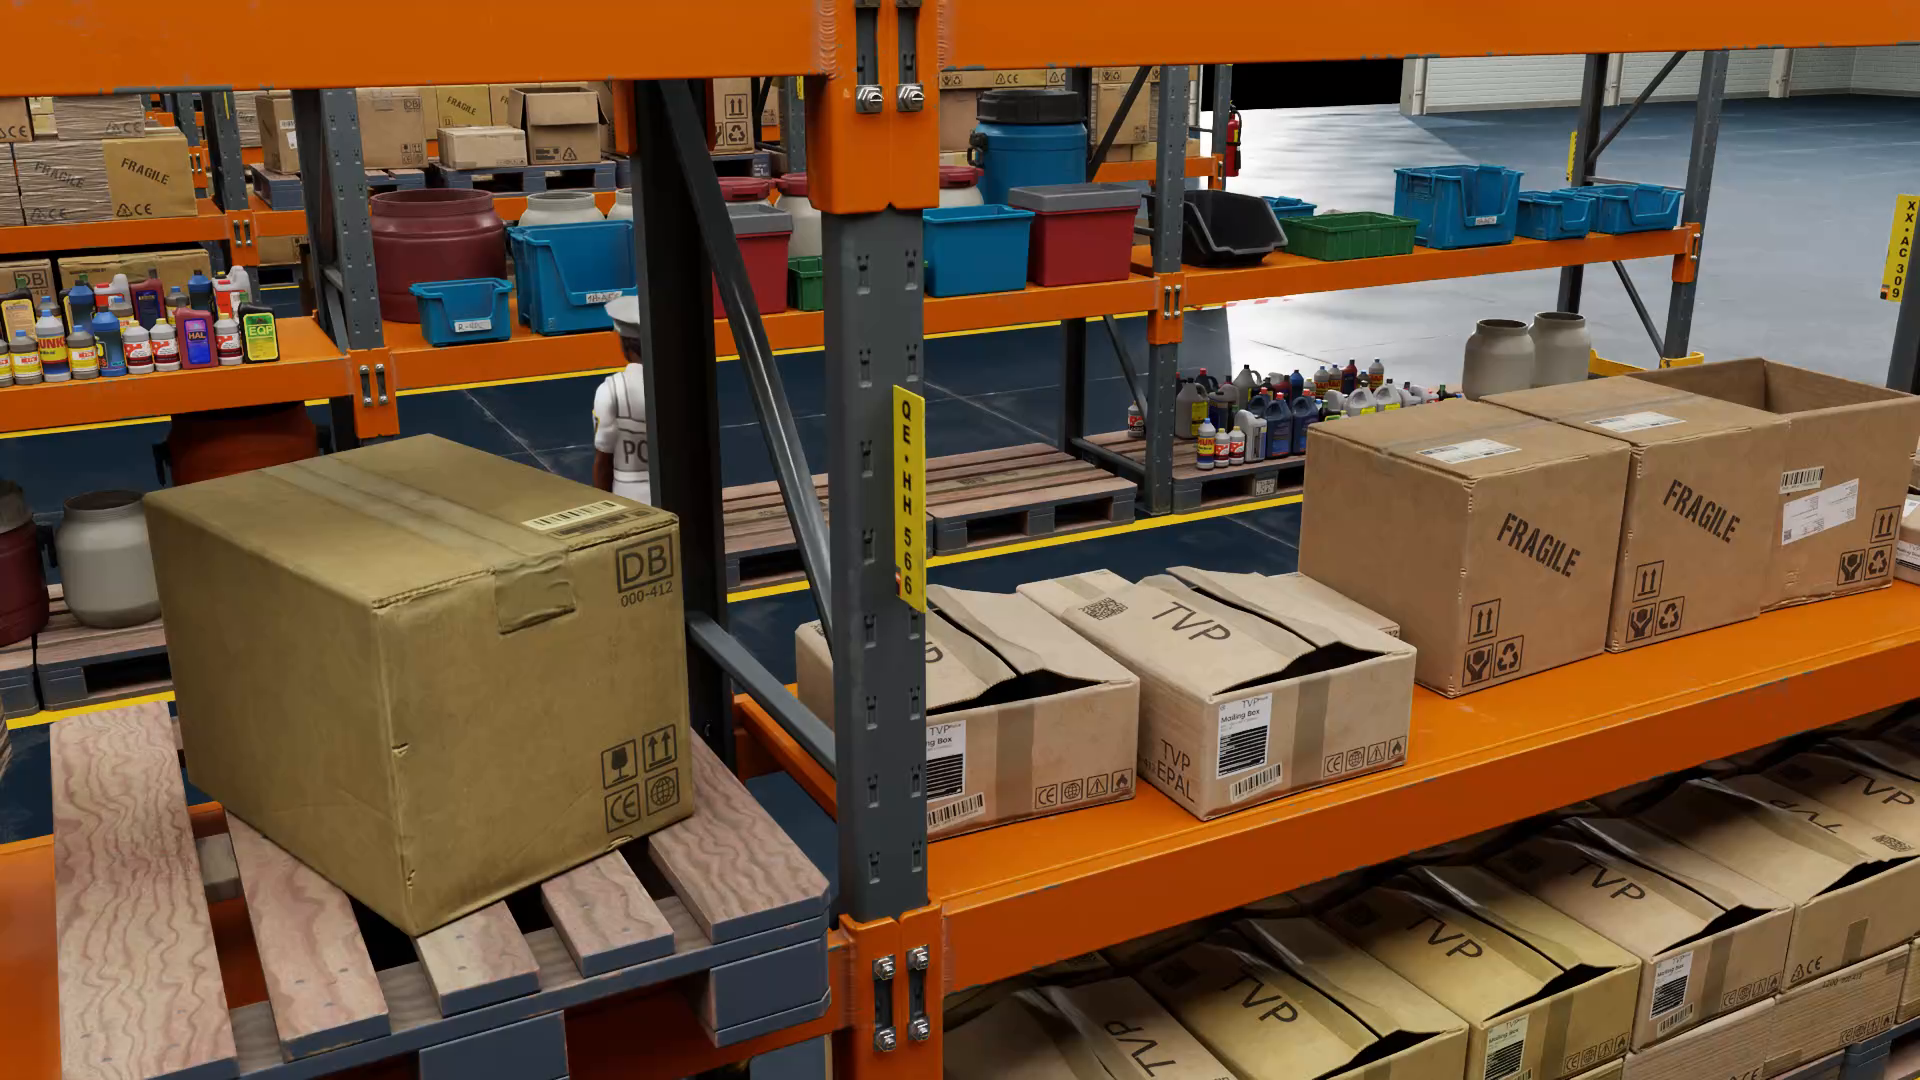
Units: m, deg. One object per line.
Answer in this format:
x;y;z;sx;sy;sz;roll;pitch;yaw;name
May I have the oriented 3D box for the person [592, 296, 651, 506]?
-1.174;-0.090;6.339;0.438;1.665;0.342;-9;21;-25;person
